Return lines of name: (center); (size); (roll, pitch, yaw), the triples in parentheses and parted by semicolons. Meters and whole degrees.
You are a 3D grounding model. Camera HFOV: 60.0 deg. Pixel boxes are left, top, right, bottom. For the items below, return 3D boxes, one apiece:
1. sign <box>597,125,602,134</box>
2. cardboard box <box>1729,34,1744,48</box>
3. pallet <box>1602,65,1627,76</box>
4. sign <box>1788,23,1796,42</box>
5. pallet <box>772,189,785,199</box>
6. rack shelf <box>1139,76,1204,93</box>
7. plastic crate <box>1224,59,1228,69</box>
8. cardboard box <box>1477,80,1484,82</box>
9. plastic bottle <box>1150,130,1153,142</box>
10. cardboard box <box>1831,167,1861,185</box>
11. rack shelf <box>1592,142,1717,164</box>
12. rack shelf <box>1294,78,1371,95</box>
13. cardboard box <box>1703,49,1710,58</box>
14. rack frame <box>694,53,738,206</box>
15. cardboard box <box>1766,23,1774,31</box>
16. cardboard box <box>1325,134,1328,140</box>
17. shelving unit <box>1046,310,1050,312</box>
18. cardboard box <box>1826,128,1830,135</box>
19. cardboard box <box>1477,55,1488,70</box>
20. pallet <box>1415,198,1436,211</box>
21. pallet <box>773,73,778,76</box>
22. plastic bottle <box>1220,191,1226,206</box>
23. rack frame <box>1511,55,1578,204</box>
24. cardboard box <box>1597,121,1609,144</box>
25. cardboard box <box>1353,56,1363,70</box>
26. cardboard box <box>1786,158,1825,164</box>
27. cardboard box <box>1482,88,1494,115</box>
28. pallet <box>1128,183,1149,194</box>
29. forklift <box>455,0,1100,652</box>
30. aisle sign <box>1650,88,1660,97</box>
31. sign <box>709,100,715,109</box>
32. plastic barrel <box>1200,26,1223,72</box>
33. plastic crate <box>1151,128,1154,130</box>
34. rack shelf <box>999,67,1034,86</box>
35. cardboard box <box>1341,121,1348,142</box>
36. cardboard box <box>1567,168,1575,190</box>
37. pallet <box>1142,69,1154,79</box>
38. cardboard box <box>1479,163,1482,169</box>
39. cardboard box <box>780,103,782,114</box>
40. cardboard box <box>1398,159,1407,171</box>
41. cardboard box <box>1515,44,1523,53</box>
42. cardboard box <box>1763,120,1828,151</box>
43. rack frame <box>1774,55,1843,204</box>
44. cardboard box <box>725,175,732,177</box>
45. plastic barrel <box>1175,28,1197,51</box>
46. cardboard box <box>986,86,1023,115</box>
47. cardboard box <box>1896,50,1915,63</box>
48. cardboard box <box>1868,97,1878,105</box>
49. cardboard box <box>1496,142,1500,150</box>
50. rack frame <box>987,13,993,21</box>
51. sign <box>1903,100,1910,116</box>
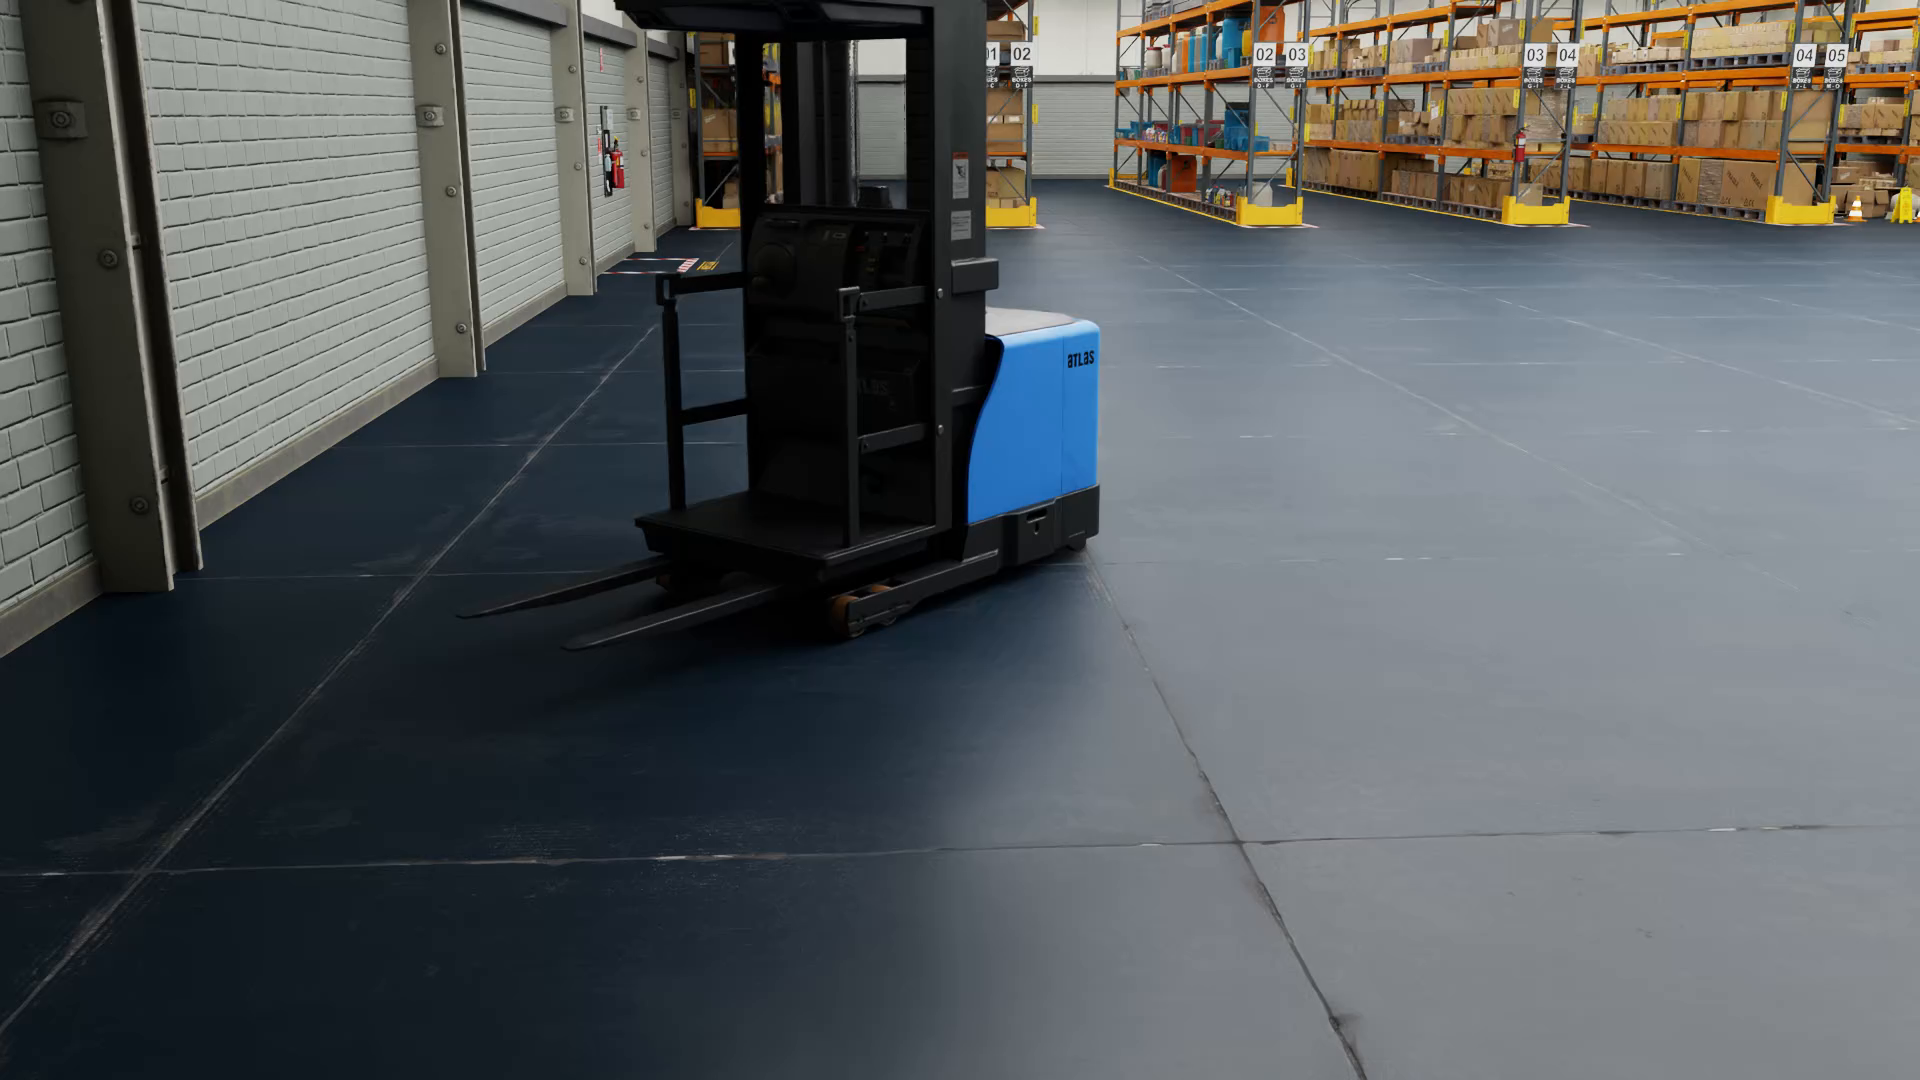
sign: (-4.636, -5.277, 21.380); (0.001, 0.109, 0.331); (-1, 14, -3)
cardboard box: (15.232, -9.636, 32.099); (0.500, 0.250, 0.500); (-1, 14, -3)
pallet: (15.229, -10.560, 37.407); (1.213, 0.211, 1.003); (0, 14, -1)
sign: (15.090, -9.206, 30.150); (0.100, 0.325, 0.005); (-1, 14, -3)
pallet: (-4.698, -8.226, 39.575); (1.003, 0.211, 1.213); (-1, 14, -3)
rack shelf: (5.112, -10.832, 39.528); (1.077, 0.370, 4.000); (-1, 14, -3)
plastic crate: (5.310, -9.188, 32.124); (0.336, 0.188, 0.450); (-1, 14, -3)
cardboard box: (14.413, -12.612, 45.305); (0.500, 0.250, 0.500); (0, 14, -1)
plastic bottle: (4.694, -9.813, 40.396); (0.152, 0.276, 0.135); (-1, 14, -3)
cardboard box: (18.544, -7.586, 34.986); (0.500, 0.500, 0.500); (-1, 14, -3)
rack shelf: (15.260, -8.512, 36.533); (1.077, 0.370, 4.000); (-1, 14, -3)
rack shelf: (9.808, -11.903, 43.692); (1.077, 0.370, 4.000); (-1, 14, -3)
cardboard box: (15.099, -9.724, 33.239); (0.380, 0.149, 0.250); (-1, 14, -4)
rack frame: (-4.156, -7.087, 29.552); (1.000, 3.000, 0.127); (-1, 14, -3)
cardboard box: (15.243, -9.542, 30.931); (0.380, 0.149, 0.250); (-1, 14, -3)
cardboard box: (9.570, -10.314, 42.599); (0.380, 0.149, 0.250); (-1, 14, -2)
shelving unit: (0.323, -0.608, 8.281); (0.215, 1.050, 0.252); (3, 15, 11)
cardboard box: (19.857, -9.249, 37.615); (0.380, 0.149, 0.250); (-1, 14, -3)
cardboard box: (10.298, -9.189, 32.004); (0.500, 0.250, 0.500); (-1, 14, -4)
pallet: (10.378, -7.155, 35.410); (1.003, 0.211, 1.213); (-1, 14, -3)
pallet: (-4.745, -10.597, 37.554); (1.213, 0.211, 1.003); (0, 14, -1)
plastic bottle: (5.184, -6.682, 32.559); (0.152, 0.276, 0.135); (-1, 14, -5)
rack frame: (10.675, -7.317, 30.444); (1.000, 3.000, 0.127); (-1, 14, -3)
cardboard box: (14.895, -9.290, 37.914); (0.500, 0.500, 0.500); (-1, 14, -3)
cardboard box: (9.910, -11.640, 40.562); (0.500, 0.311, 0.500); (-1, 14, -5)
cardboard box: (20.111, -8.807, 39.656); (0.875, 0.875, 0.875); (-1, 14, -4)
cardboard box: (10.329, -8.375, 31.753); (0.500, 0.500, 0.500); (-1, 14, -3)
pallet: (4.904, -9.056, 42.802); (1.003, 0.211, 1.213); (-1, 14, -3)
forklift: (-0.649, -1.176, 6.713); (1.130, 2.935, 3.031); (11, 18, 37)
aisle sign: (19.281, -12.721, 46.232); (0.394, 0.787, 0.004); (-1, 14, -3)
sign: (-4.958, -8.633, 33.237); (0.100, 0.325, 0.005); (-1, 14, -3)
plastic barrel: (5.236, -10.054, 34.055); (0.600, 0.901, 0.708); (-1, 14, -3)
plastic crate: (5.078, -10.579, 43.240); (0.437, 0.282, 0.530); (-1, 14, -3)
rack shelf: (0.664, -8.766, 31.502); (1.077, 0.370, 4.000); (-1, 14, -3)
cardboard box: (9.743, -10.106, 41.085); (0.500, 0.500, 0.500); (-1, 14, -3)
cardboard box: (14.806, -8.639, 39.758); (0.500, 0.500, 0.500); (0, 14, -1)
pallet: (5.134, -11.392, 40.644); (1.213, 0.211, 1.003); (-1, 14, -3)
cardboard box: (14.359, -10.191, 45.301); (0.380, 0.149, 0.250); (-1, 14, -4)
cardboard box: (-4.615, -10.525, 40.570); (0.500, 0.250, 0.500); (-1, 14, -2)
cardboard box: (10.251, -8.506, 37.694); (0.500, 0.250, 0.500); (0, 14, -1)
cardboard box: (10.347, -8.954, 30.289); (0.380, 0.149, 0.250); (-1, 14, -3)
cardboard box: (15.564, -7.532, 30.981); (0.875, 0.550, 0.550); (-1, 14, -3)
rack frame: (15.632, -7.368, 30.644); (1.000, 3.000, 0.127); (-1, 14, -3)
cardboard box: (-4.548, -7.395, 34.882); (0.700, 0.500, 0.500); (-1, 14, -5)
plastic barrel: (5.204, -11.235, 37.949); (0.600, 0.830, 0.708); (-1, 14, -3)
cardboard box: (0.768, -7.971, 30.182); (0.700, 0.500, 0.500); (-1, 14, -3)
cardboard box: (20.138, -10.191, 35.053); (0.500, 0.250, 0.500); (-1, 14, -5)
cardboard box: (19.968, -9.525, 36.084); (0.380, 0.149, 0.250); (-2, 15, -6)
cardboard box: (10.370, -7.449, 31.461); (0.380, 0.149, 0.250); (-1, 14, -3)
rack frame: (0.540, -11.065, 32.972); (1.000, 3.000, 0.127); (-1, 14, -3)
sign: (19.765, -9.016, 34.724); (0.100, 0.325, 0.005); (-1, 14, -3)
